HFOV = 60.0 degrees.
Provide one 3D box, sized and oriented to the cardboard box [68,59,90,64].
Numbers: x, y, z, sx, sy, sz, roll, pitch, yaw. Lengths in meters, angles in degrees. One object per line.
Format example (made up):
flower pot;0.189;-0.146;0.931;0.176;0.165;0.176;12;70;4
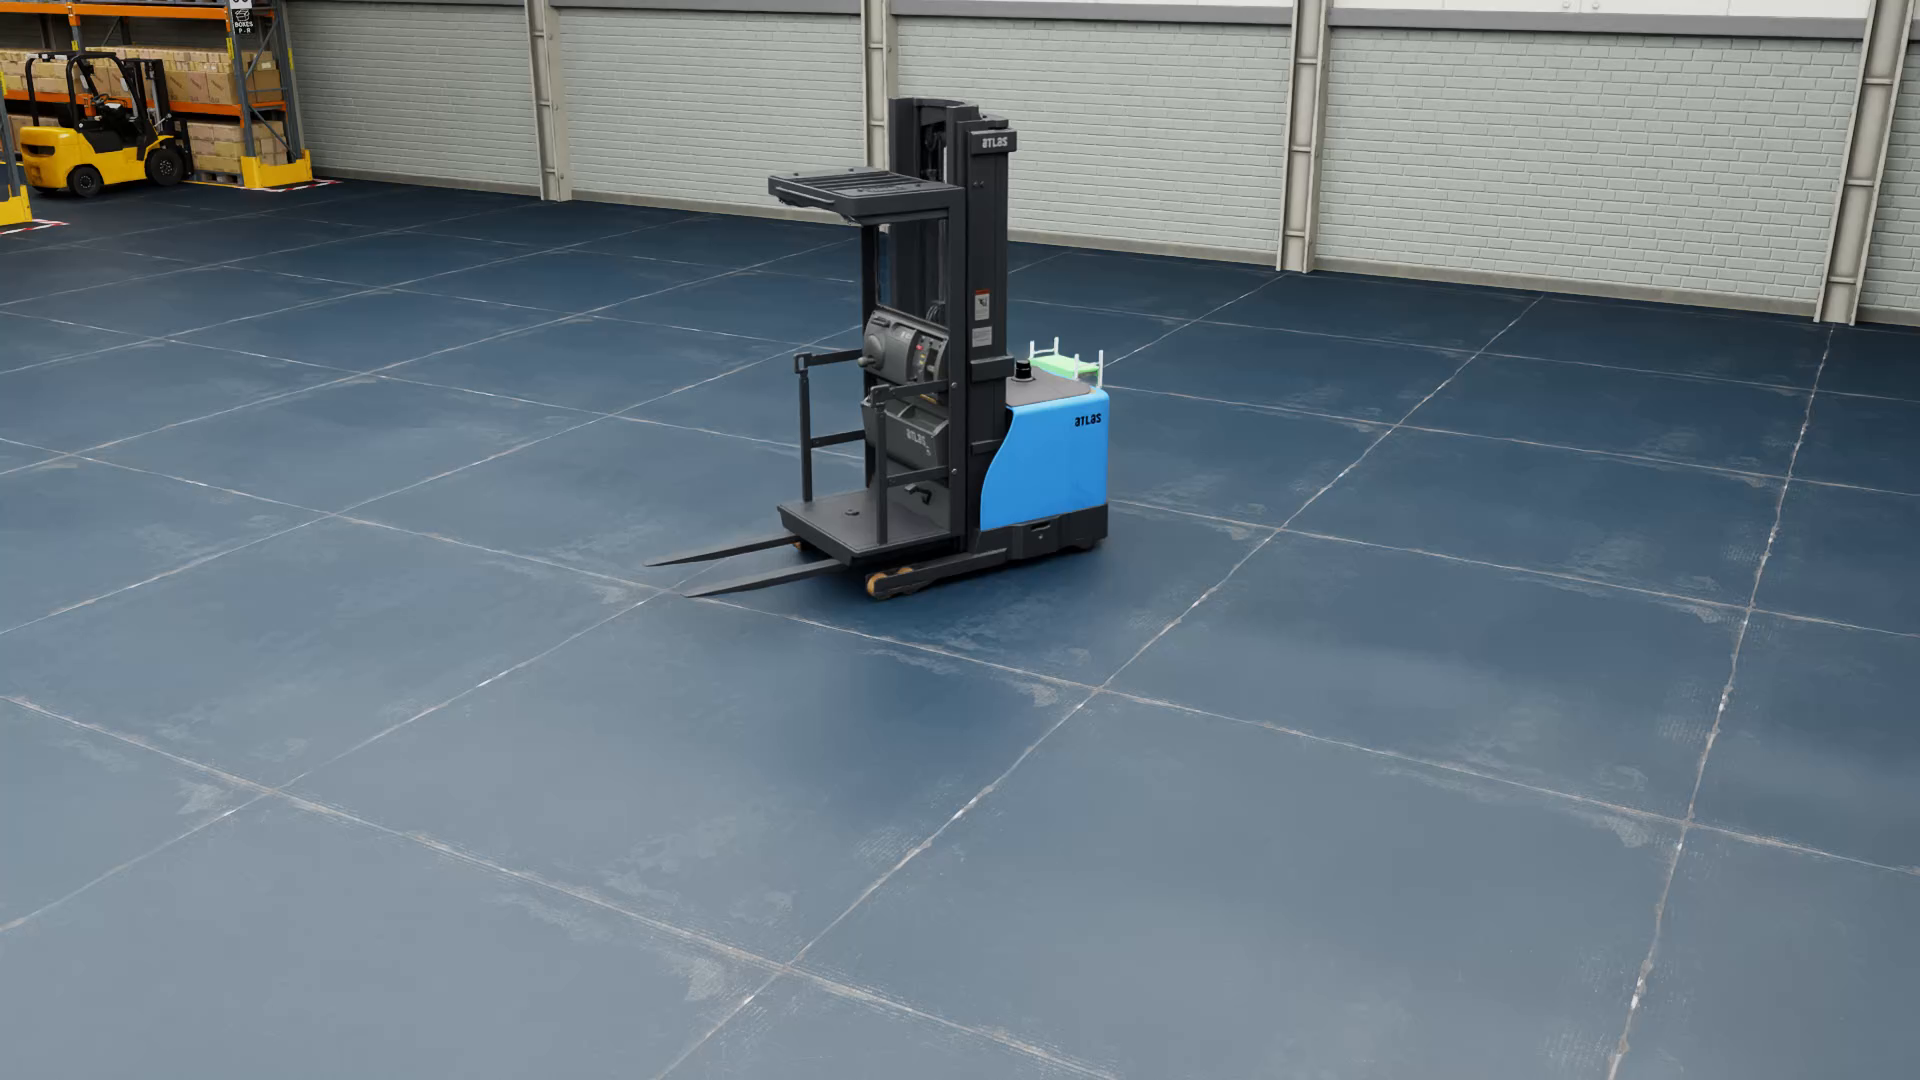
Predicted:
cardboard box;-15.293;-8.377;28.962;0.250;0.149;0.380;12;23;29

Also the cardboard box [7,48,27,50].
cardboard box;-17.268;-8.966;30.586;0.250;0.149;0.380;10;22;26

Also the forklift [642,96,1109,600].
forklift;-0.522;-1.208;10.396;3.031;2.935;1.130;-12;23;-30

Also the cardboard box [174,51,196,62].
cardboard box;-12.744;-7.999;27.483;0.250;0.149;0.380;11;23;29

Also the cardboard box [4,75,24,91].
cardboard box;-16.768;-8.227;29.866;0.500;0.250;0.500;12;23;29

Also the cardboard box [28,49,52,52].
cardboard box;-16.646;-8.808;30.150;0.250;0.149;0.380;12;23;29

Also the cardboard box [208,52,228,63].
cardboard box;-12.040;-7.890;27.182;0.250;0.149;0.380;11;23;27

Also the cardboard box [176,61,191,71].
cardboard box;-12.735;-7.865;27.551;0.250;0.149;0.380;10;22;26

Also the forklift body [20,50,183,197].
forklift body;-13.939;-6.742;26.798;1.214;2.155;2.313;11;23;27

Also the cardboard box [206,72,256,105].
cardboard box;-11.952;-7.420;27.274;0.500;0.500;0.500;10;22;26

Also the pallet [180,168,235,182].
pallet;-13.143;-6.376;28.633;1.213;0.211;1.003;11;23;27

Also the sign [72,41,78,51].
sign;-15.142;-8.378;28.482;0.005;0.325;0.100;11;23;27

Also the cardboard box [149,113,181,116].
cardboard box;-13.913;-7.305;29.055;0.500;0.250;0.500;10;22;27

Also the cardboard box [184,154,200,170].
cardboard box;-12.820;-6.429;28.107;0.500;0.250;0.500;11;23;28

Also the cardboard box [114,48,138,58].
cardboard box;-14.079;-8.255;28.190;0.250;0.149;0.380;11;23;28

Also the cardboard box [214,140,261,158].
cardboard box;-11.972;-6.497;27.560;0.500;0.250;0.500;10;22;27

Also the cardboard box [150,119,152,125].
cardboard box;-13.735;-7.068;28.401;0.500;0.250;0.500;12;23;29

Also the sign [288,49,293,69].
sign;-11.118;-7.978;27.573;0.005;0.325;0.100;11;23;27

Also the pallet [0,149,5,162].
pallet;-17.679;-7.240;31.015;1.213;0.211;1.003;11;23;27

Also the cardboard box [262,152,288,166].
cardboard box;-11.728;-6.414;28.064;0.500;0.250;0.500;11;23;28

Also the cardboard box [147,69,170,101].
cardboard box;-13.292;-7.674;27.976;0.500;0.500;0.500;11;23;28

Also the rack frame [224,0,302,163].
rack frame;-11.394;-7.369;27.281;0.127;3.000;1.000;11;23;27

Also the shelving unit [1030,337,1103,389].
shelving unit;0.729;-0.781;11.751;0.258;1.200;0.503;-13;23;-34

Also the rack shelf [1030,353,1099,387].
rack shelf;0.736;-1.174;11.614;0.258;0.148;0.480;-13;23;-34

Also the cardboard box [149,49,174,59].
cardboard box;-13.363;-8.158;27.922;0.250;0.149;0.380;11;23;28

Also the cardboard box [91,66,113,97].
cardboard box;-14.626;-7.930;28.681;0.500;0.500;0.500;10;22;26

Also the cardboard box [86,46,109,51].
cardboard box;-14.753;-8.385;28.547;0.250;0.149;0.380;11;23;28

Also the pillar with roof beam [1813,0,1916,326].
pillar with roof beam;7.290;-5.301;12.781;0.400;9.000;9.100;11;23;27

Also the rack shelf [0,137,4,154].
rack shelf;-15.558;-5.885;24.246;4.000;0.370;1.077;11;23;27

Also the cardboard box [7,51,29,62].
cardboard box;-16.692;-8.602;29.581;0.250;0.149;0.380;10;22;26

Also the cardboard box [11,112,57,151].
cardboard box;-16.678;-7.455;30.384;0.625;0.625;0.875;10;22;25

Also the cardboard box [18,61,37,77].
cardboard box;-16.336;-8.375;29.540;0.500;0.250;0.500;11;23;28

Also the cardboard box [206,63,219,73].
cardboard box;-12.071;-7.729;27.176;0.250;0.149;0.380;11;23;28

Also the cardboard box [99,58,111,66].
cardboard box;-14.509;-8.212;28.508;0.250;0.149;0.380;11;23;29

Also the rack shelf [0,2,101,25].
rack shelf;-16.632;-9.439;29.643;4.000;0.370;1.077;11;23;27

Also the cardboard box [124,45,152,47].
cardboard box;-14.261;-8.509;28.889;0.250;0.149;0.380;10;22;26

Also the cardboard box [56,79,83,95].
cardboard box;-15.454;-7.970;29.157;0.500;0.250;0.500;11;23;29

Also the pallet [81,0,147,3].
pallet;-14.129;-9.269;28.249;1.213;0.211;1.003;11;23;27

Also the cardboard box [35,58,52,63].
cardboard box;-16.009;-8.475;29.233;0.250;0.149;0.380;10;22;26

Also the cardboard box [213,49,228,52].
cardboard box;-12.241;-8.119;27.815;0.250;0.149;0.380;11;23;28

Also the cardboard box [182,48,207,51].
cardboard box;-12.920;-8.246;28.165;0.250;0.149;0.380;11;23;28

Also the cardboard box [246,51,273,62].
cardboard box;-11.583;-7.980;27.432;0.250;0.149;0.380;10;22;26

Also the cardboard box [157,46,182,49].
cardboard box;-13.558;-8.397;28.580;0.250;0.149;0.380;10;22;26

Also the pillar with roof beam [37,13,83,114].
pillar with roof beam;-18.900;-10.290;26.535;0.400;9.000;9.100;11;23;27

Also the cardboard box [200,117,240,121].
cardboard box;-12.591;-7.049;28.348;0.500;0.250;0.500;11;22;27

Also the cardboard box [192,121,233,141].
cardboard box;-12.397;-6.811;27.693;0.500;0.250;0.500;11;23;28

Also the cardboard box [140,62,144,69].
cardboard box;-13.633;-8.034;28.015;0.250;0.149;0.380;10;22;26
